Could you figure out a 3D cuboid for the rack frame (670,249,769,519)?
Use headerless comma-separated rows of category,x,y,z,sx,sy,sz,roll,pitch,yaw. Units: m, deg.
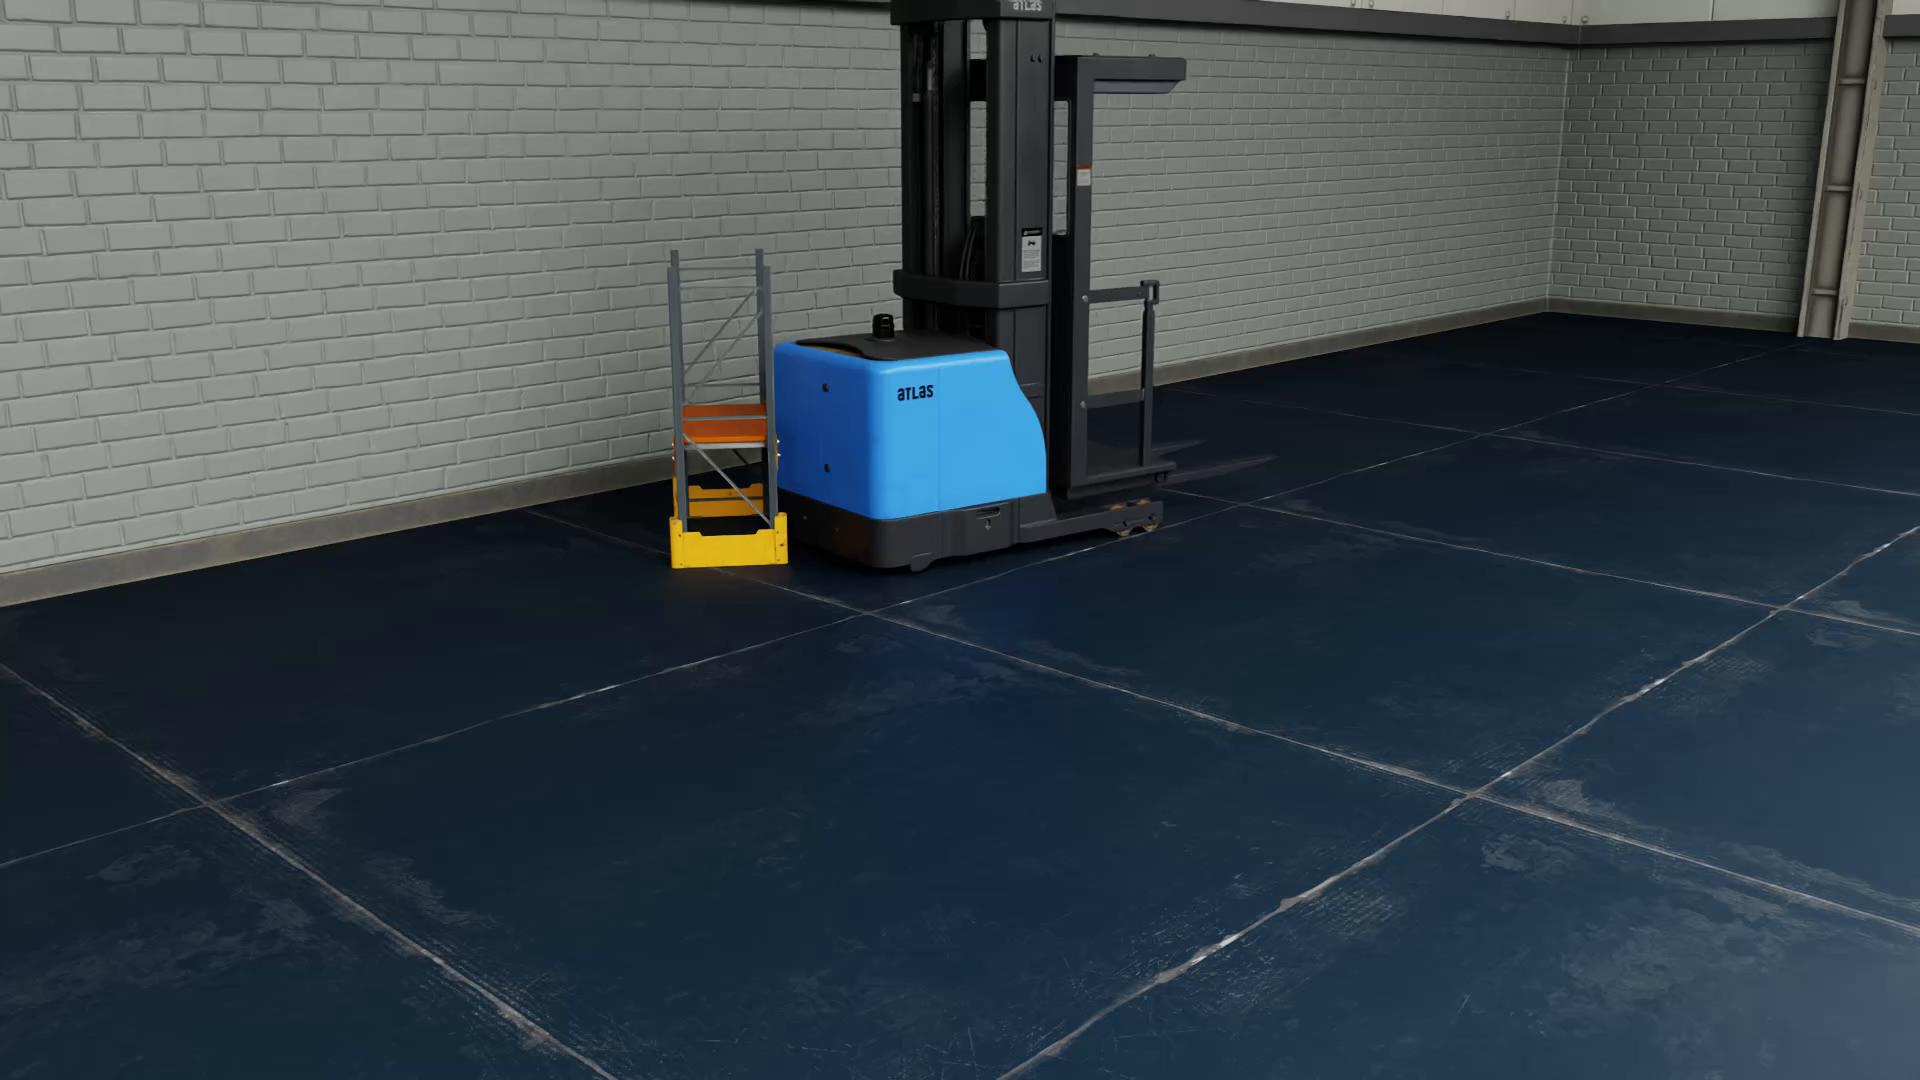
rack frame,-1.323,-0.857,9.246,0.500,1.500,0.032,-2,15,-8

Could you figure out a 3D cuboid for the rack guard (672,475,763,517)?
rack guard,-1.320,-0.247,9.385,0.587,0.250,0.087,-2,15,-8

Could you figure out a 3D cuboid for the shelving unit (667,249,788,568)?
shelving unit,-1.246,-0.728,8.751,0.587,1.500,1.083,-2,15,-8

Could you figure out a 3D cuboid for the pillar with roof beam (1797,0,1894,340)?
pillar with roof beam,5.735,-5.629,12.688,0.400,9.000,9.100,14,20,42

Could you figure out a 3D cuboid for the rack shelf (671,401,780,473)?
rack shelf,-1.247,-0.556,8.805,0.538,0.185,1.000,-2,15,-8

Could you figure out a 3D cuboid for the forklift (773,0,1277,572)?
forklift,0.497,-1.536,9.016,3.031,2.935,1.130,-11,18,-36

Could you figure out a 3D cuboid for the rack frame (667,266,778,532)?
rack frame,-1.171,-0.603,8.273,0.500,1.500,0.032,-2,15,-8

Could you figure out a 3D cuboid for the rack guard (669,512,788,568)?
rack guard,-1.171,0.001,8.432,0.587,0.250,0.087,-2,15,-8
